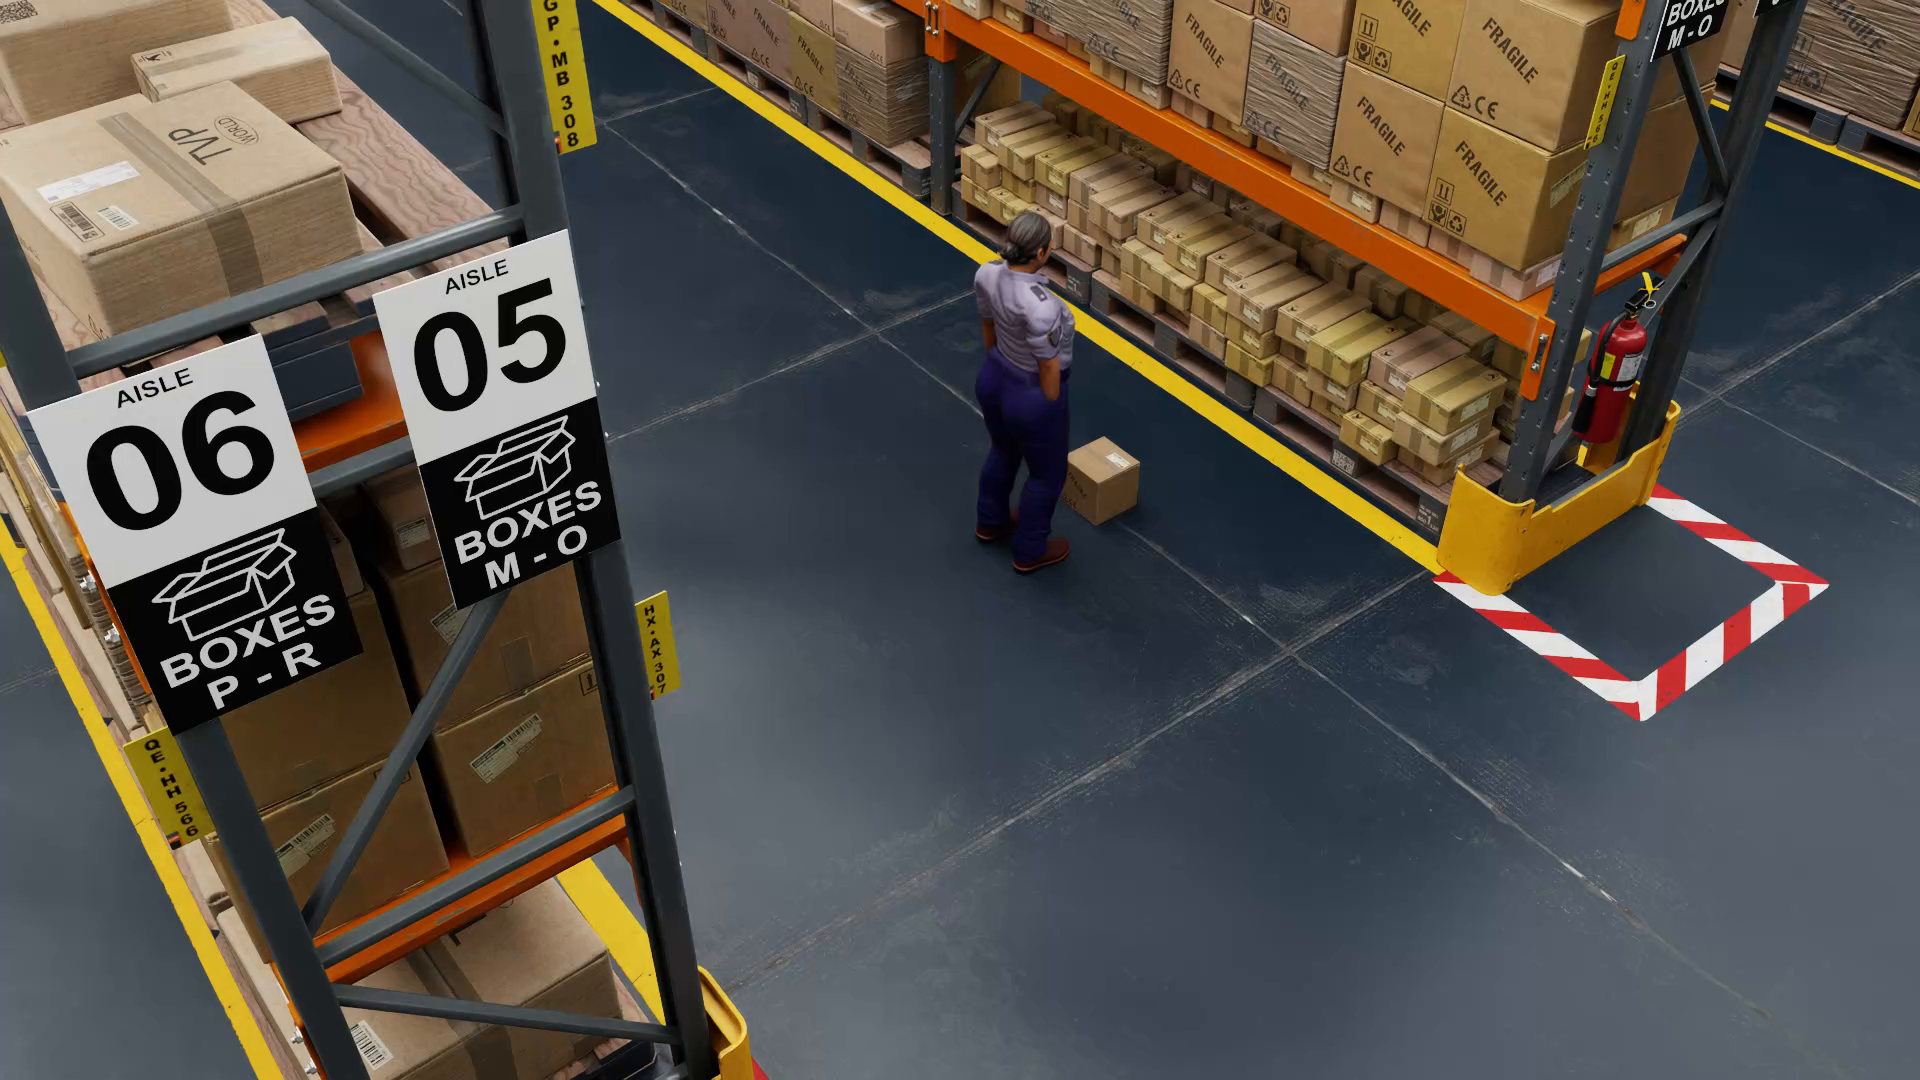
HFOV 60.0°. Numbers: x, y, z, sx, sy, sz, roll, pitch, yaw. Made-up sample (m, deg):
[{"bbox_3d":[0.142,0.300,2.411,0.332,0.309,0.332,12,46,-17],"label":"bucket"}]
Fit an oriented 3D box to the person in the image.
[{"bbox_3d":[0.258,-0.614,6.900,0.338,1.649,0.472,-26,47,-27],"label":"person"}]
